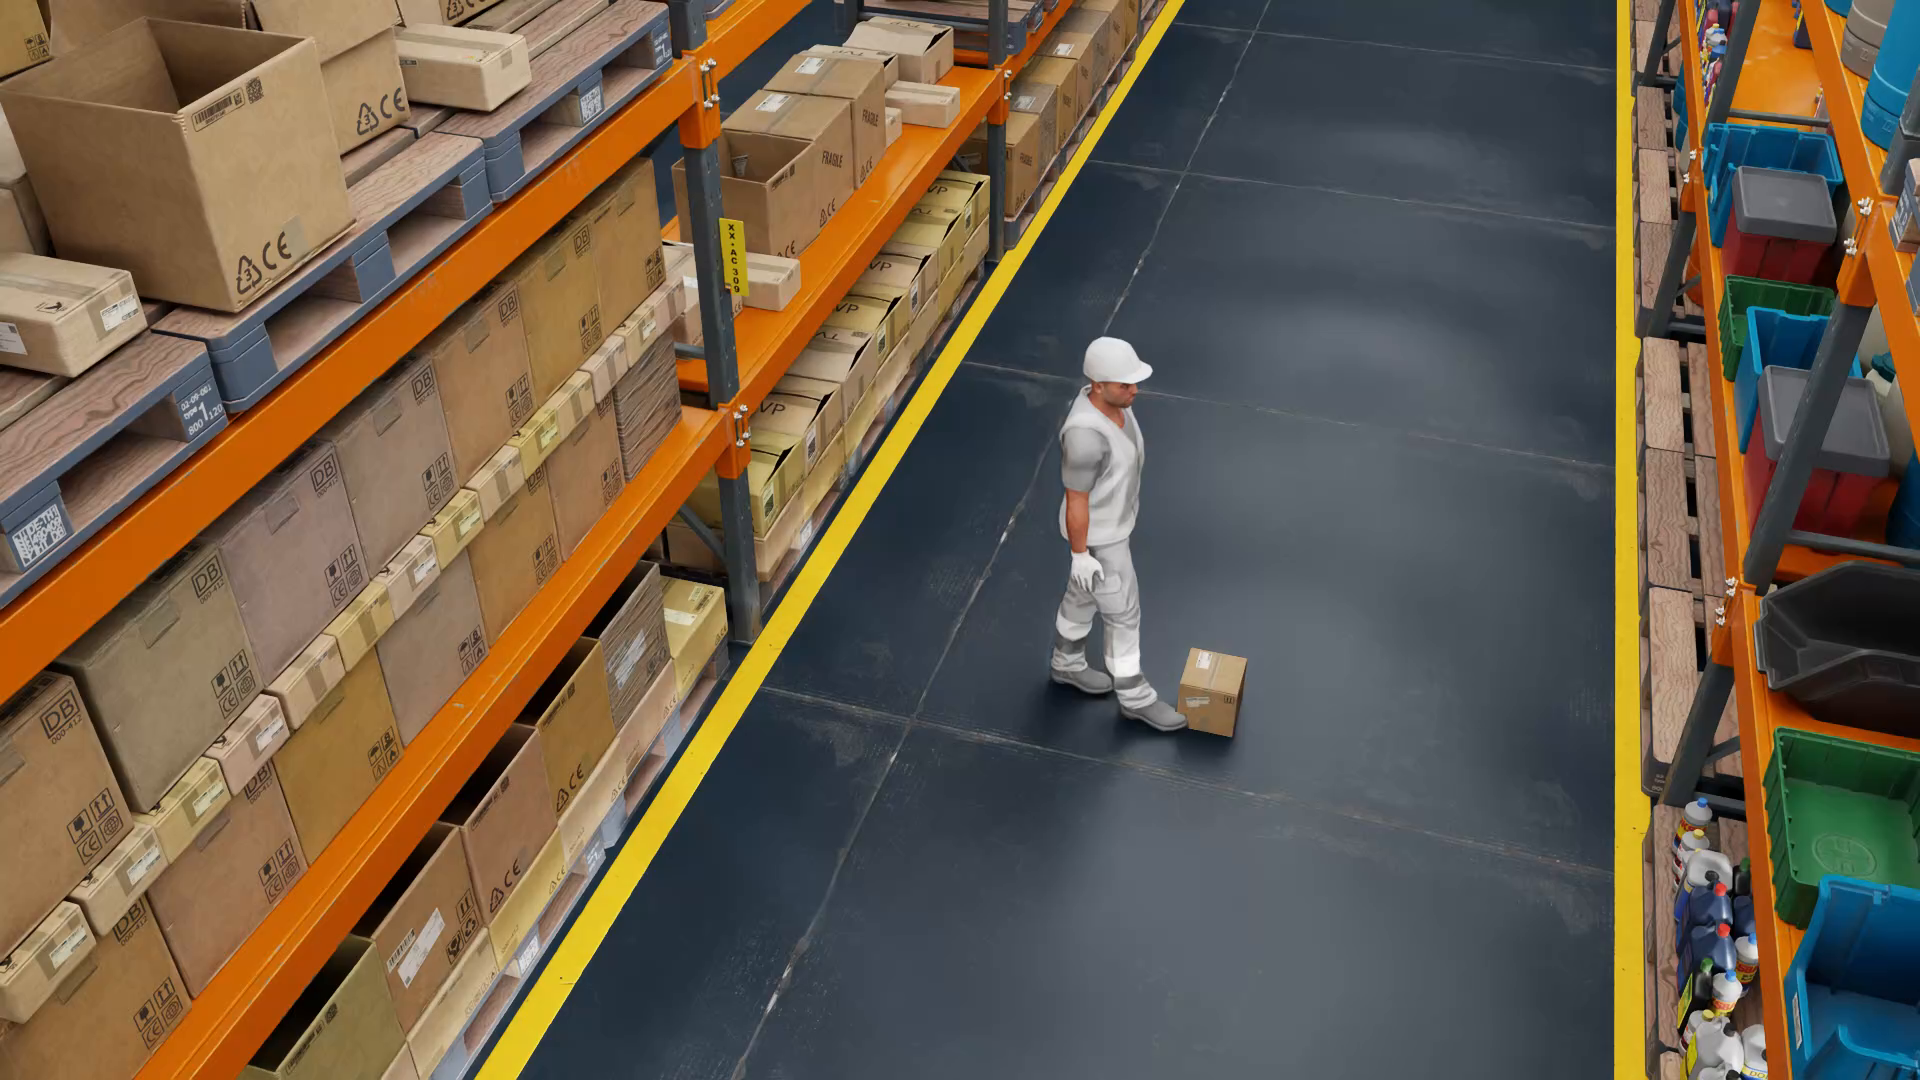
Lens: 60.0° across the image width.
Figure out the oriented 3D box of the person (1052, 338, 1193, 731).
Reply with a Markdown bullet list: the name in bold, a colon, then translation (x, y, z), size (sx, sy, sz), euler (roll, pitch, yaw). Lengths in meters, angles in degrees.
- **person**: translation (0.728, -0.029, 6.894), size (0.673, 1.781, 0.570), euler (10, 38, 13)
